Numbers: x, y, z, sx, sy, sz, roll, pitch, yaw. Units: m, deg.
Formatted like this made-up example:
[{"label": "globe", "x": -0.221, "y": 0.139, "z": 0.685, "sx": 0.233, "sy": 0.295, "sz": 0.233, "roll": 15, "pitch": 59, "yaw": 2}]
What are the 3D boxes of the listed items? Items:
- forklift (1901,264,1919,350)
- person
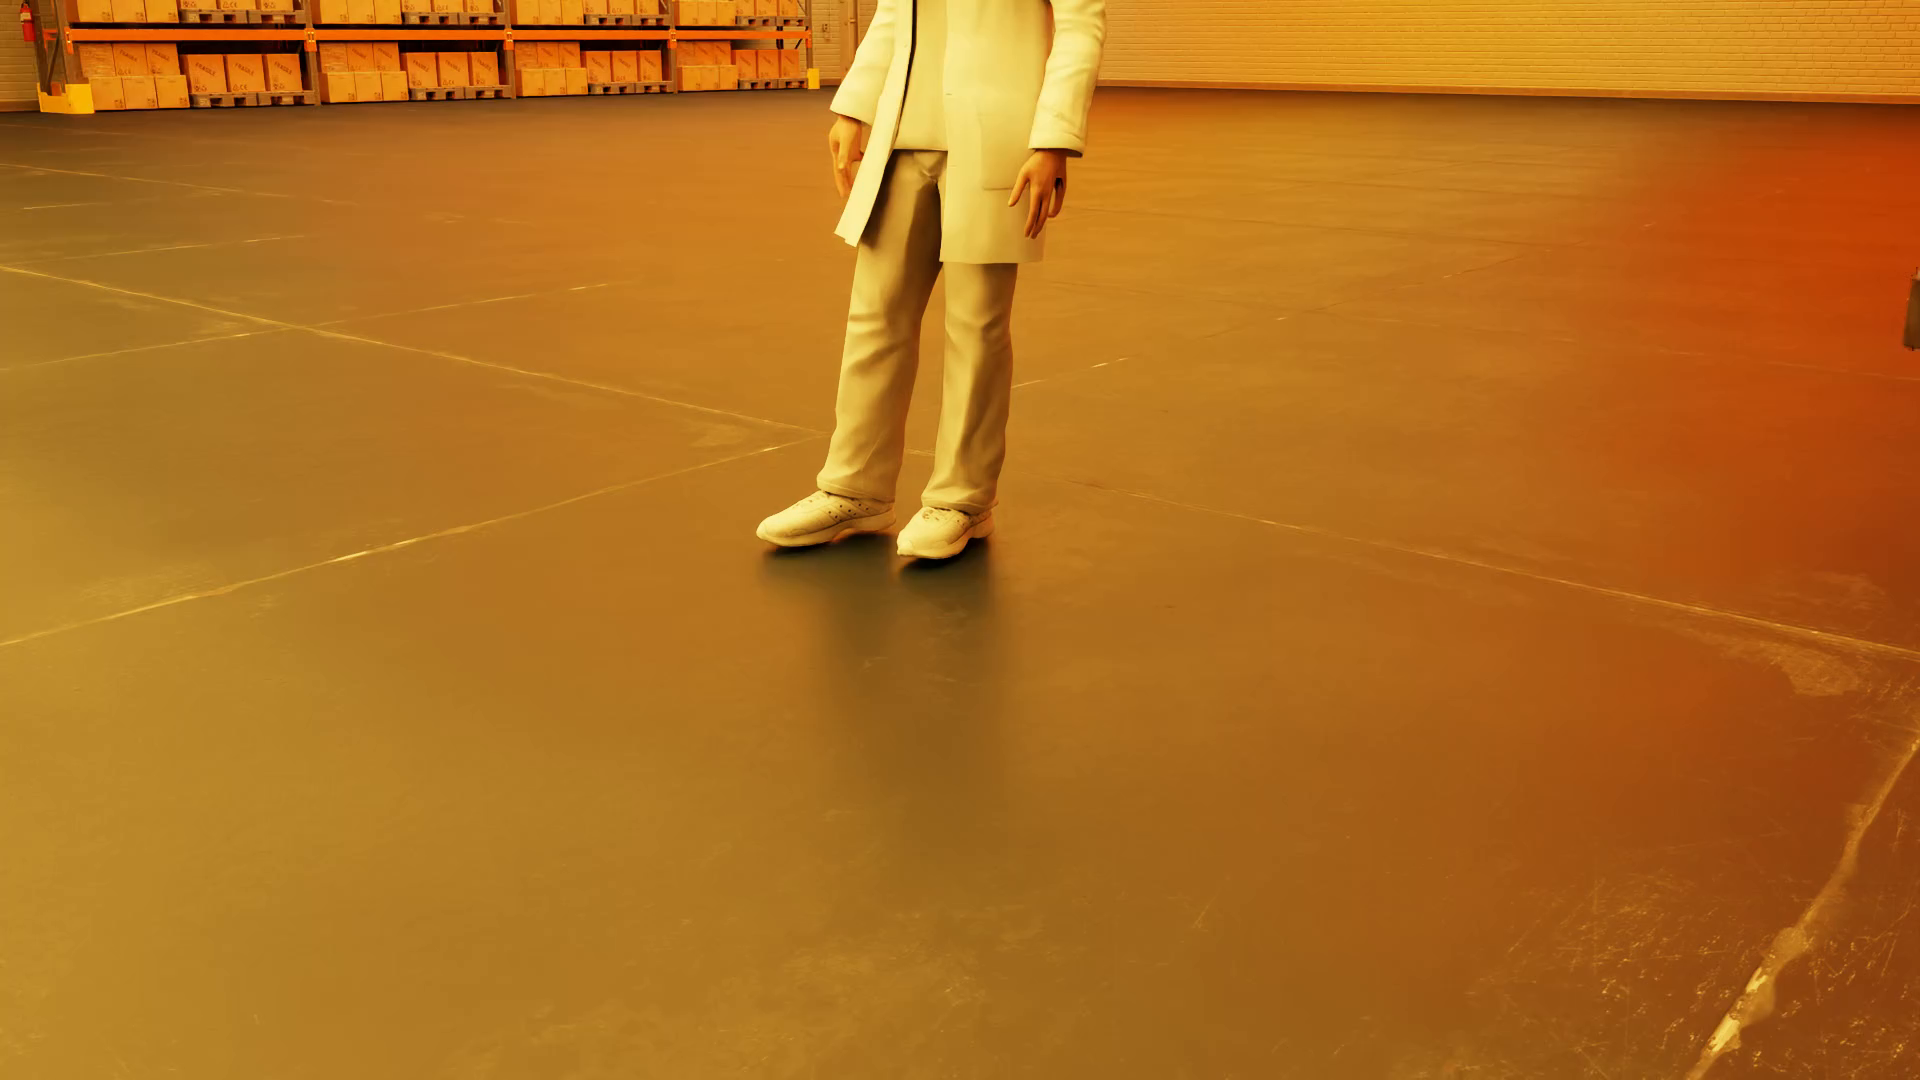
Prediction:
[{"label": "forklift", "x": 4.966, "y": -2.084, "z": 5.762, "sx": 3.031, "sy": 2.935, "sz": 1.130, "roll": -7, "pitch": 18, "yaw": -23}, {"label": "person", "x": -0.061, "y": -0.838, "z": 3.618, "sx": 0.696, "sy": 1.776, "sz": 0.581, "roll": 13, "pitch": 21, "yaw": 37}]
